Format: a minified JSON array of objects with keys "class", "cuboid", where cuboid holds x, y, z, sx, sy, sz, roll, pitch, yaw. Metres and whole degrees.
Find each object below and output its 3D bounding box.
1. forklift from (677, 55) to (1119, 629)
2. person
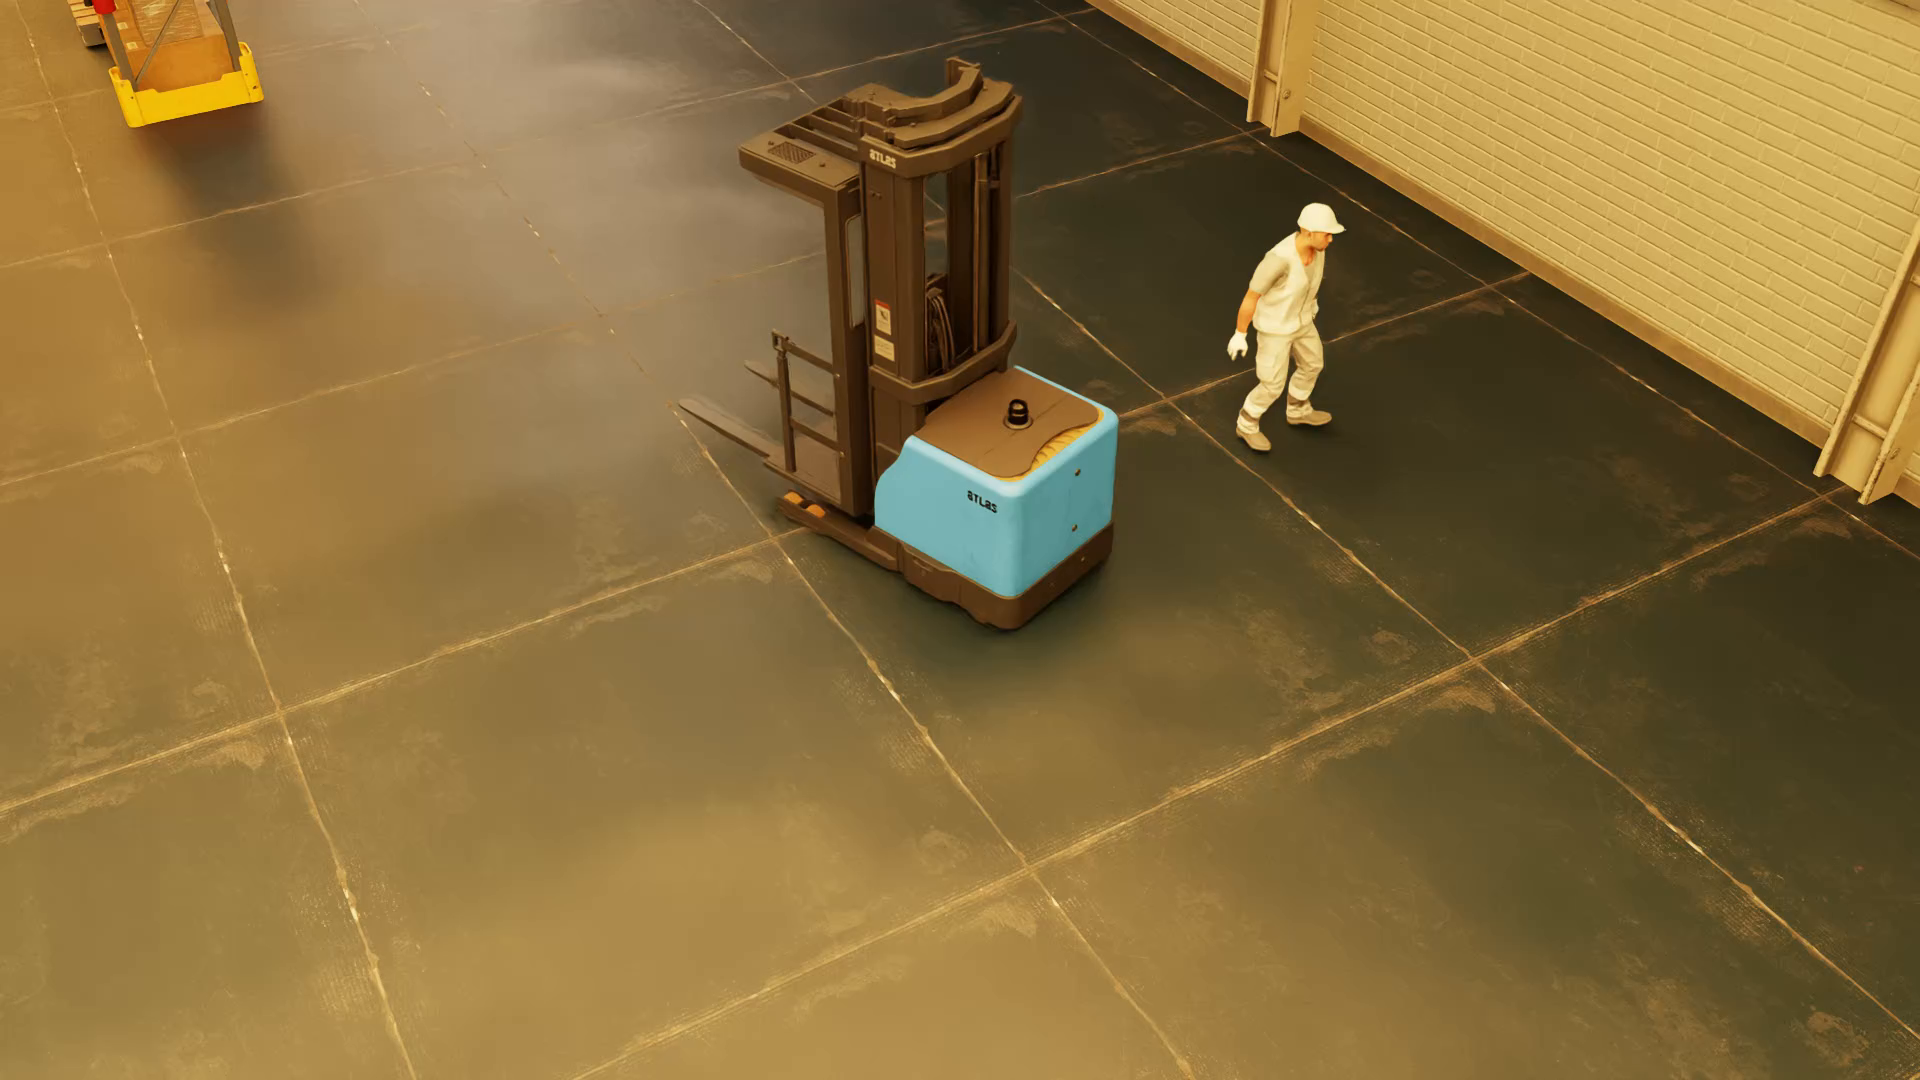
[{"class":"forklift","cuboid":[-0.521,-1.410,9.737,3.031,2.935,1.130,29,47,30]},{"class":"person","cuboid":[2.098,-1.353,10.539,0.866,1.745,0.442,-30,48,-31]}]
